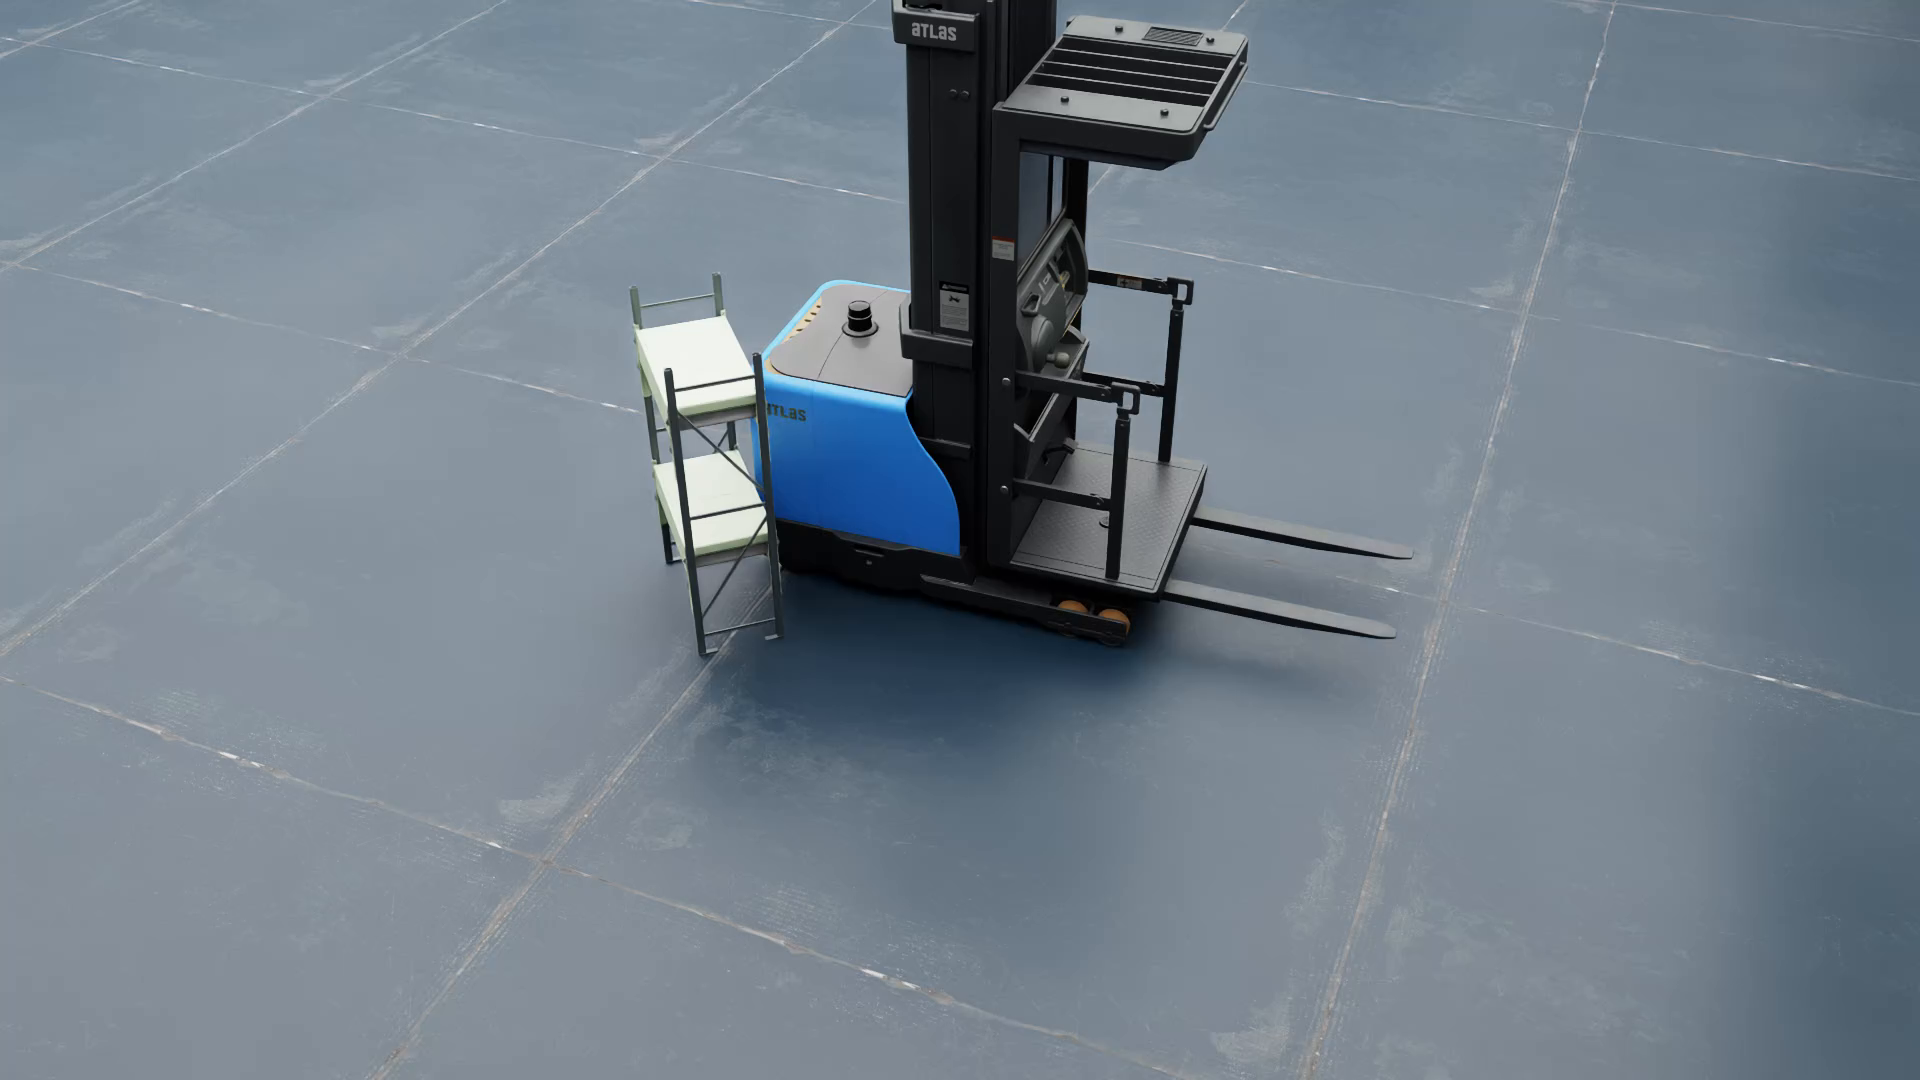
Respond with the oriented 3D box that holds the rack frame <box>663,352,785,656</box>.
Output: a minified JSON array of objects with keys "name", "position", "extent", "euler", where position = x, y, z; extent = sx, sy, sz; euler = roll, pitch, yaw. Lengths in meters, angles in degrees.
[{"name":"rack frame","position":[-0.998,-0.121,7.159],"extent":[0.400,1.500,0.023],"euler":[-12,38,-16]}]

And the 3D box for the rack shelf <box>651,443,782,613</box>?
[{"name":"rack shelf","position":[-1.122,-0.066,7.630],"extent":[0.431,0.370,0.720],"euler":[-12,38,-16]}]

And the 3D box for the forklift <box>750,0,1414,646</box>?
[{"name":"forklift","position":[0.591,-1.051,7.208],"extent":[3.031,2.935,1.130],"euler":[12,38,15]}]

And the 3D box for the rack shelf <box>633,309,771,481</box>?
[{"name":"rack shelf","position":[-1.122,-0.640,7.201],"extent":[0.431,0.370,0.720],"euler":[-12,38,-16]}]

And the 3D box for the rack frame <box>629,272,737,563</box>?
[{"name":"rack frame","position":[-1.245,-0.533,7.711],"extent":[0.400,1.500,0.023],"euler":[-12,38,-16]}]

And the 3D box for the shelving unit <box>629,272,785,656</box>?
[{"name":"shelving unit","position":[-1.122,-0.327,7.435],"extent":[0.431,1.500,0.755],"euler":[-12,38,-16]}]
